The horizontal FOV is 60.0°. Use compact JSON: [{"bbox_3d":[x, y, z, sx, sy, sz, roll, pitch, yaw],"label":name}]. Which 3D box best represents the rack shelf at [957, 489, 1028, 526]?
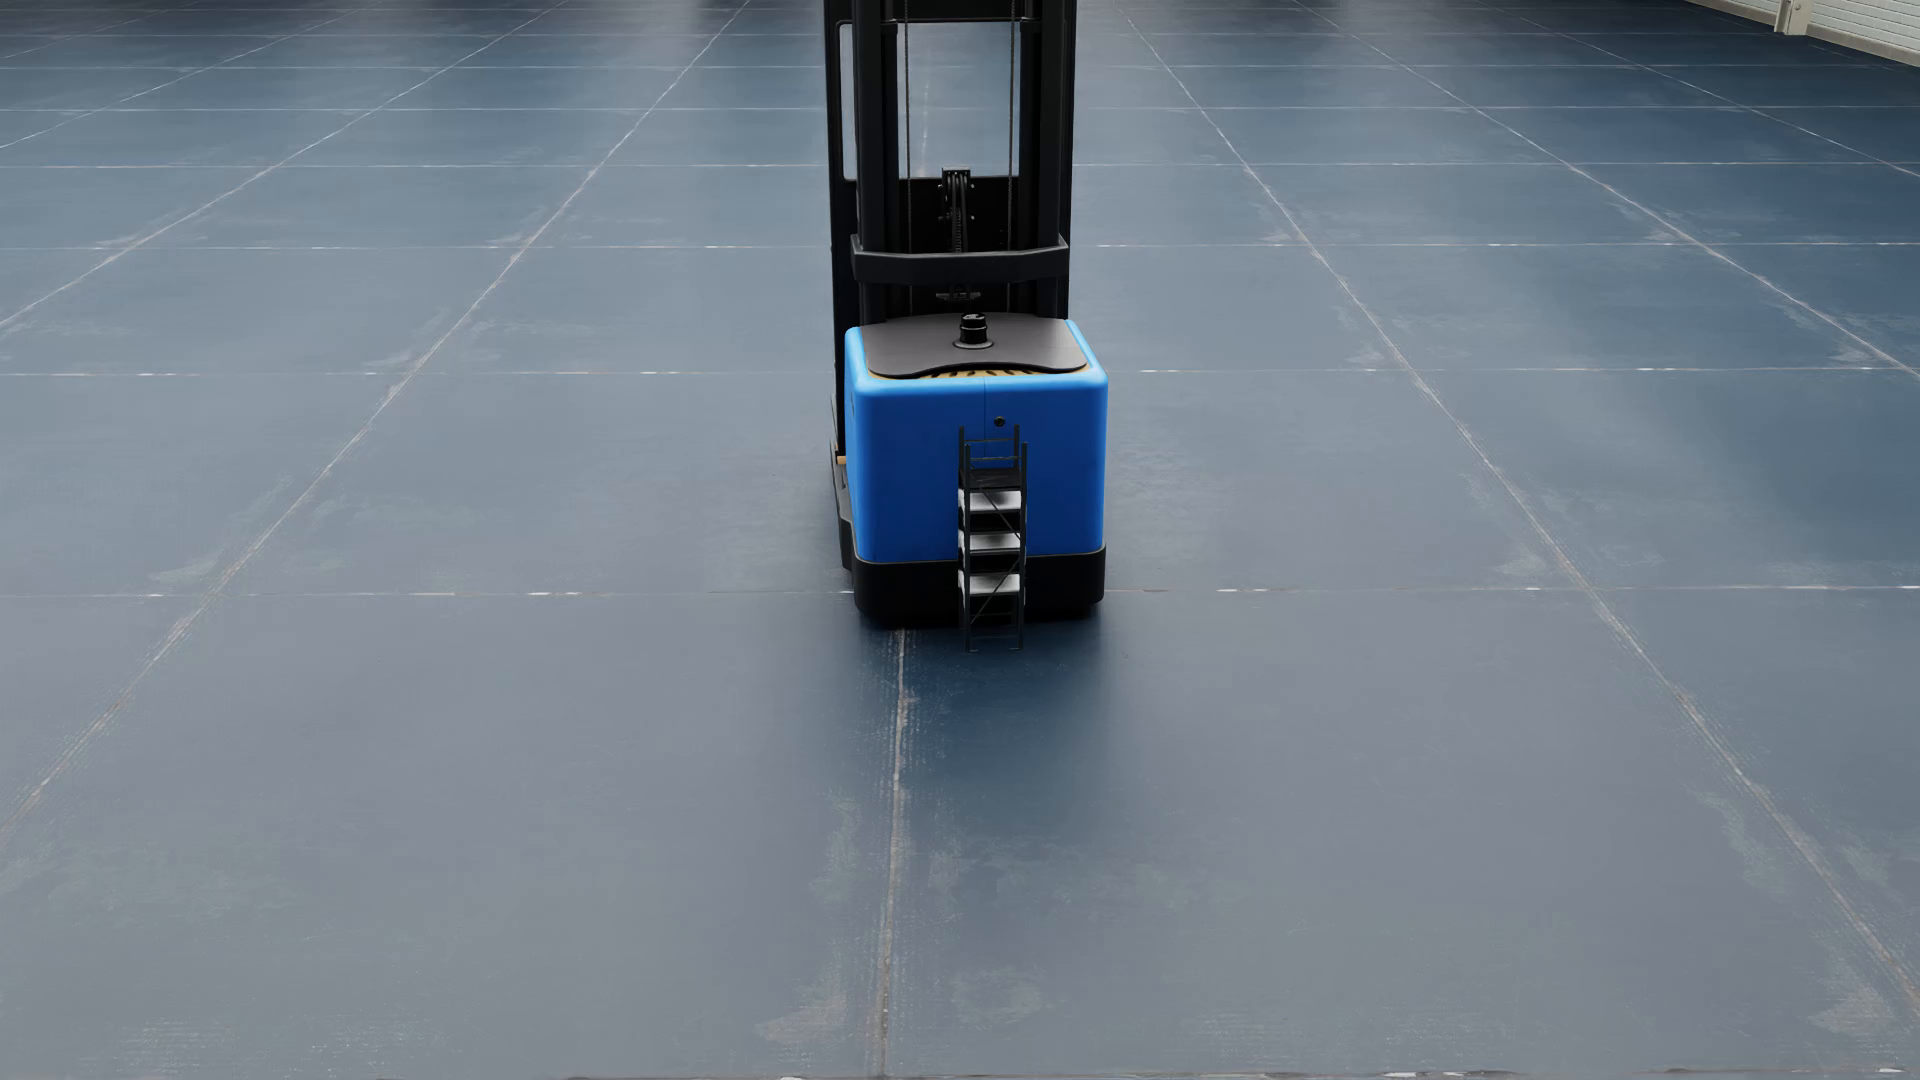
[{"bbox_3d":[0.127,-0.135,6.602,0.258,0.077,0.200,-3,24,-6],"label":"rack shelf"}]

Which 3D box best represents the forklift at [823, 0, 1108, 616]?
[{"bbox_3d":[-0.071,-1.594,7.717,1.130,2.935,3.031,-3,24,-6],"label":"forklift"}]

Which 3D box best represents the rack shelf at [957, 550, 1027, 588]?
[{"bbox_3d":[0.127,0.111,6.713,0.258,0.077,0.200,-3,24,-6],"label":"rack shelf"}]

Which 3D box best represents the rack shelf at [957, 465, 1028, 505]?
[{"bbox_3d":[0.127,-0.217,6.564,0.258,0.077,0.200,-3,24,-6],"label":"rack shelf"}]

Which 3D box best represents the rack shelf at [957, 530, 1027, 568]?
[{"bbox_3d":[0.127,0.029,6.676,0.258,0.077,0.200,-3,24,-6],"label":"rack shelf"}]

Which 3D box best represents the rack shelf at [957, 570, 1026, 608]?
[{"bbox_3d":[0.127,0.193,6.750,0.258,0.077,0.200,-3,24,-6],"label":"rack shelf"}]

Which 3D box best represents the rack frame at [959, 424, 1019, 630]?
[{"bbox_3d":[0.115,-0.043,6.754,0.240,0.900,0.006,-3,24,-6],"label":"rack frame"}]

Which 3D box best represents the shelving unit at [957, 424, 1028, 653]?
[{"bbox_3d":[0.127,-0.002,6.662,0.258,0.900,0.210,-3,24,-6],"label":"shelving unit"}]

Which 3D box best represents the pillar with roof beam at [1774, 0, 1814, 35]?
[{"bbox_3d":[7.571,-11.328,21.876,9.100,9.000,0.400,0,24,-1],"label":"pillar with roof beam"}]

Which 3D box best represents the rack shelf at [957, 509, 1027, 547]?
[{"bbox_3d":[0.127,-0.053,6.639,0.258,0.077,0.200,-3,24,-6],"label":"rack shelf"}]

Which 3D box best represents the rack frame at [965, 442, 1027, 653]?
[{"bbox_3d":[0.138,0.040,6.570,0.240,0.900,0.006,-3,24,-6],"label":"rack frame"}]
